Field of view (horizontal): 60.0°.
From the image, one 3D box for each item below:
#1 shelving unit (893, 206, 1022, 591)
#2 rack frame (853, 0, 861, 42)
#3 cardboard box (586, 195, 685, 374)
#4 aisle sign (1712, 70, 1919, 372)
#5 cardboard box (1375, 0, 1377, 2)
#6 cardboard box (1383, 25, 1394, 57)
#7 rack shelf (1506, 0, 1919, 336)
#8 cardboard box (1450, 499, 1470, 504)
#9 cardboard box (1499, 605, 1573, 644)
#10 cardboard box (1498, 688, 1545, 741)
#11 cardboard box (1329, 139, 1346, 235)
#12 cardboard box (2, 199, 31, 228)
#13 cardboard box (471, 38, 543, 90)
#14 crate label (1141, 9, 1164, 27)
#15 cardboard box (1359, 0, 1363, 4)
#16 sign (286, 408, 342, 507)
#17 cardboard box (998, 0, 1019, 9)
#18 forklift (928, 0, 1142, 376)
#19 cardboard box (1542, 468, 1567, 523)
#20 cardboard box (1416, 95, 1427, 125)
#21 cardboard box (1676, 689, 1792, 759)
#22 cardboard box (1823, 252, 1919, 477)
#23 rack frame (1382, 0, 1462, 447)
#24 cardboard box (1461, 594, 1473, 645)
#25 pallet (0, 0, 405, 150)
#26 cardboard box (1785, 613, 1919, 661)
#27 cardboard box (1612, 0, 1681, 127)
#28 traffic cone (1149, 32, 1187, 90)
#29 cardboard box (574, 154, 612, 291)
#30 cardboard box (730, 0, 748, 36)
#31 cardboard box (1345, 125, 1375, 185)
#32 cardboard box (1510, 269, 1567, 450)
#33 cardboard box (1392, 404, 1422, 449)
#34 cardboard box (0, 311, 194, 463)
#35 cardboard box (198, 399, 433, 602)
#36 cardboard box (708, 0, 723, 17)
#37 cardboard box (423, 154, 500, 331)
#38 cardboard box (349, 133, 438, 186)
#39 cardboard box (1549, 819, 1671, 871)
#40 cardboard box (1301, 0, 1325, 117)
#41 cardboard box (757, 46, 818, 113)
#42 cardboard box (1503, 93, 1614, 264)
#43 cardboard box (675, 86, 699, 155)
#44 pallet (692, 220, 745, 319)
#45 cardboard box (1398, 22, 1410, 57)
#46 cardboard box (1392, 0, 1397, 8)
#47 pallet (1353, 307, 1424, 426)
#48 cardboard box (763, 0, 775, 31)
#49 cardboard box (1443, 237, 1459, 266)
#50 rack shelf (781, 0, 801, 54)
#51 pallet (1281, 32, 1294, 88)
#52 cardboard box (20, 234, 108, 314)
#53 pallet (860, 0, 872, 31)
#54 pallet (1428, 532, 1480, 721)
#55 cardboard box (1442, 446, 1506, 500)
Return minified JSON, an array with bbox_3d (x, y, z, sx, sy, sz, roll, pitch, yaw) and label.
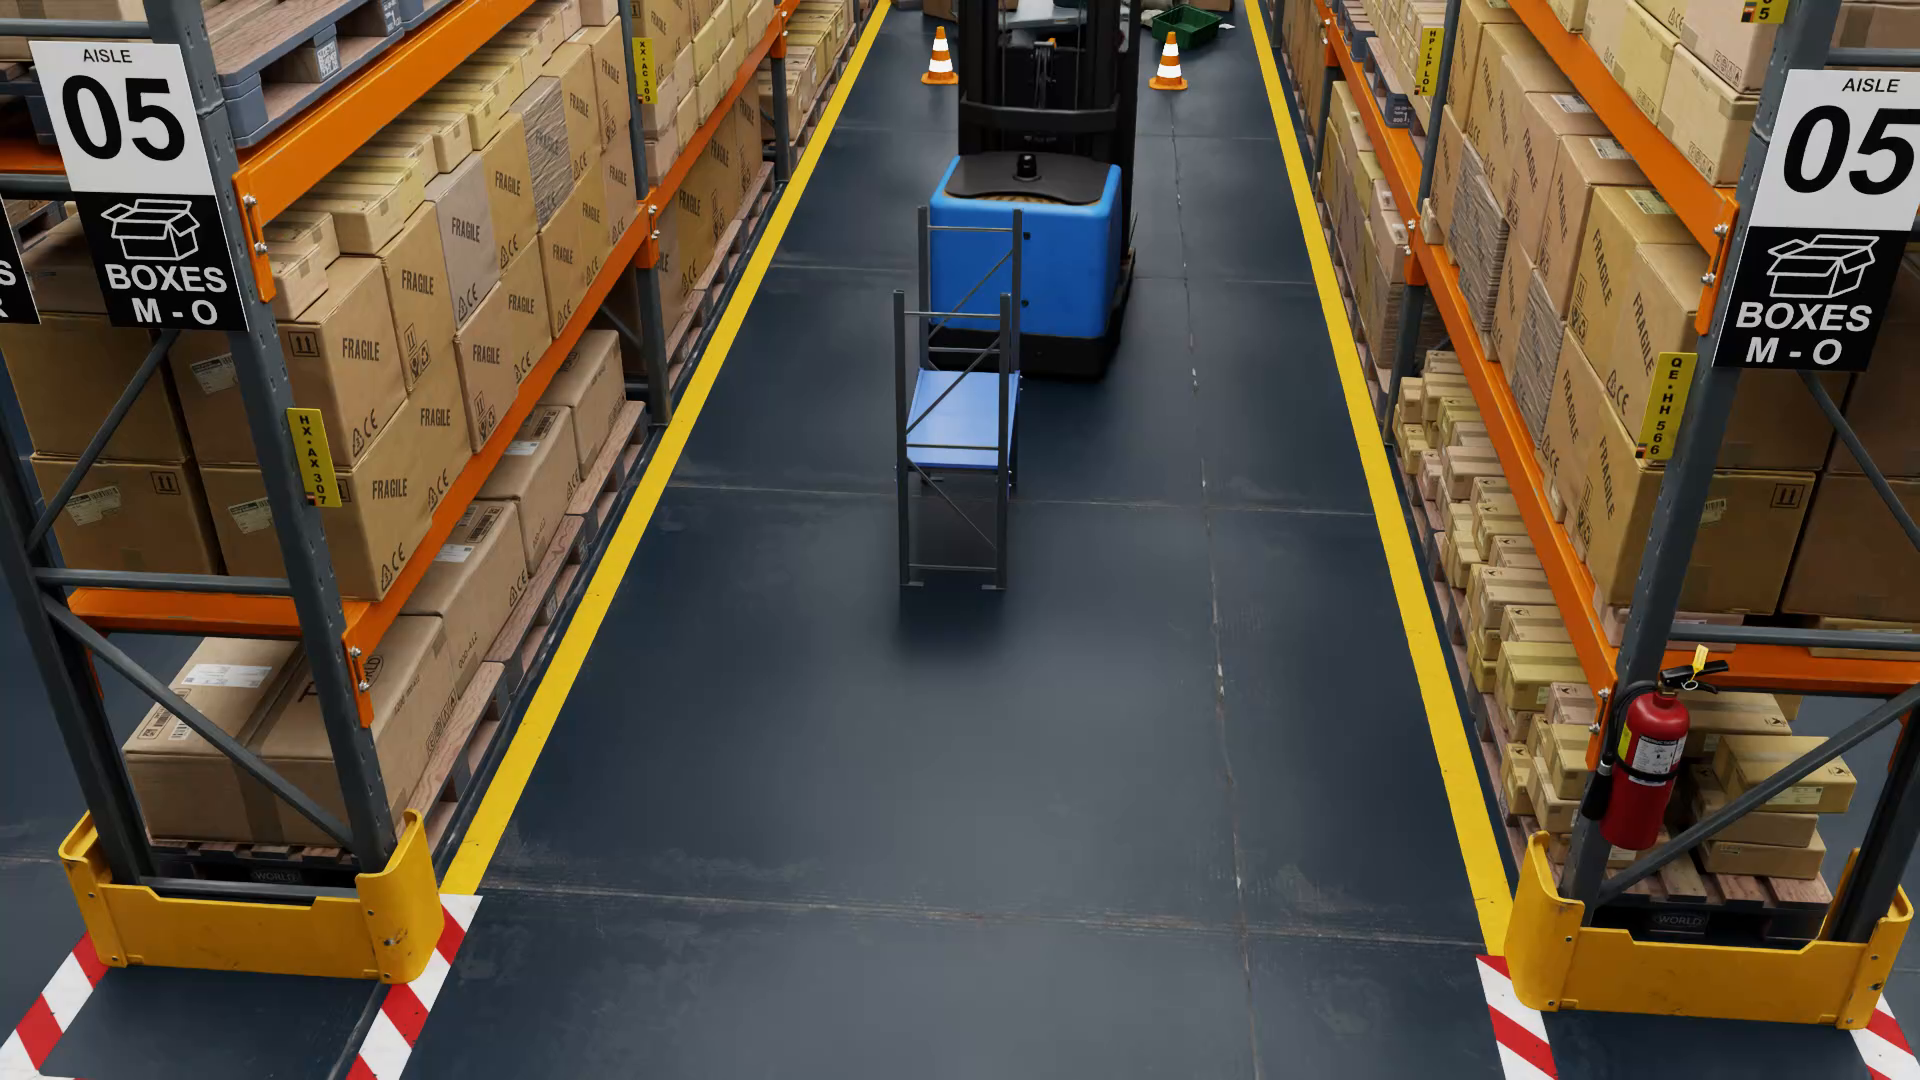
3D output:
[{"bbox_3d":[0.007,-0.683,7.929,0.538,1.500,1.048,2,32,4],"label":"shelving unit"},{"bbox_3d":[-1.470,-6.138,15.351,1.000,3.000,0.127,2,32,4],"label":"rack frame"},{"bbox_3d":[-2.150,-1.557,9.542,0.875,0.875,0.875,3,32,6],"label":"cardboard box"},{"bbox_3d":[2.190,-0.786,4.189,0.394,0.787,0.004,2,32,4],"label":"aisle sign"},{"bbox_3d":[2.869,-3.561,10.725,0.380,0.149,0.250,2,32,2],"label":"cardboard box"},{"bbox_3d":[2.803,-3.041,10.165,0.380,0.149,0.250,3,32,5],"label":"cardboard box"},{"bbox_3d":[2.658,-1.721,6.011,1.077,0.370,4.000,2,32,4],"label":"rack shelf"},{"bbox_3d":[2.487,-0.164,7.690,0.380,0.149,0.250,4,32,6],"label":"cardboard box"},{"bbox_3d":[2.342,0.387,6.514,0.380,0.149,0.250,1,32,2],"label":"cardboard box"},{"bbox_3d":[2.294,0.643,6.381,0.380,0.149,0.250,1,32,2],"label":"cardboard box"},{"bbox_3d":[2.797,-2.381,11.236,0.500,0.500,0.500,3,32,5],"label":"cardboard box"},{"bbox_3d":[-6.678,-2.334,11.160,0.500,0.500,0.500,1,32,2],"label":"cardboard box"},{"bbox_3d":[-1.976,-1.996,6.963,0.380,0.149,0.250,2,32,4],"label":"cardboard box"},{"bbox_3d":[1.930,-5.179,16.524,0.298,0.136,0.250,-20,37,-29],"label":"crate label"},{"bbox_3d":[2.909,-3.735,11.290,0.380,0.149,0.250,2,32,3],"label":"cardboard box"},{"bbox_3d":[-1.894,-0.239,4.878,0.100,0.325,0.005,2,32,4],"label":"sign"},{"bbox_3d":[0.307,-5.336,15.711,0.500,0.500,0.500,2,32,4],"label":"cardboard box"},{"bbox_3d":[0.575,-2.960,10.260,1.130,2.935,3.031,5,32,8],"label":"forklift"},{"bbox_3d":[2.301,-0.175,5.915,0.380,0.149,0.250,3,32,5],"label":"cardboard box"},{"bbox_3d":[2.699,-2.351,9.044,0.380,0.149,0.250,2,32,4],"label":"cardboard box"},{"bbox_3d":[2.779,0.668,6.057,0.380,0.149,0.250,3,32,5],"label":"cardboard box"},{"bbox_3d":[2.796,-0.523,4.908,0.500,0.500,0.500,2,32,4],"label":"cardboard box"},{"bbox_3d":[2.821,-1.797,8.306,1.000,3.000,0.127,2,32,4],"label":"rack frame"},{"bbox_3d":[2.365,0.365,7.116,0.380,0.149,0.250,3,32,5],"label":"cardboard box"},{"bbox_3d":[-2.397,-1.491,5.036,1.003,0.211,1.213,2,32,4],"label":"pallet"},{"bbox_3d":[2.848,0.247,5.230,0.380,0.149,0.250,2,32,4],"label":"cardboard box"},{"bbox_3d":[2.303,-1.434,5.002,0.500,0.250,0.500,3,32,4],"label":"cardboard box"},{"bbox_3d":[1.858,-4.263,14.726,0.336,0.463,0.334,2,32,4],"label":"traffic cone"},{"bbox_3d":[-1.940,-1.475,7.689,0.500,0.500,0.500,2,32,3],"label":"cardboard box"},{"bbox_3d":[-1.641,-3.395,10.566,0.500,0.250,0.500,2,32,3],"label":"cardboard box"},{"bbox_3d":[2.755,-2.448,10.631,0.500,0.250,0.500,3,32,4],"label":"cardboard box"},{"bbox_3d":[2.354,-0.655,6.075,0.500,0.500,0.500,3,32,4],"label":"cardboard box"},{"bbox_3d":[2.471,-0.585,8.657,0.380,0.149,0.250,1,32,2],"label":"cardboard box"},{"bbox_3d":[-2.645,-0.594,5.307,0.500,0.500,0.500,3,32,6],"label":"cardboard box"},{"bbox_3d":[-2.121,-0.145,5.531,0.500,0.500,0.500,2,32,4],"label":"cardboard box"},{"bbox_3d":[-1.706,-3.441,9.926,0.500,0.500,0.500,2,32,3],"label":"cardboard box"},{"bbox_3d":[-2.054,-1.111,6.145,0.500,0.500,0.500,2,32,4],"label":"cardboard box"},{"bbox_3d":[-2.084,-1.331,5.884,0.380,0.149,0.250,3,32,4],"label":"cardboard box"},{"bbox_3d":[2.330,1.046,6.011,0.380,0.149,0.250,3,32,5],"label":"cardboard box"},{"bbox_3d":[3.354,-3.881,13.433,1.050,0.750,0.750,3,32,5],"label":"cardboard box"},{"bbox_3d":[-1.687,-3.788,13.642,0.950,0.372,0.625,2,32,3],"label":"cardboard box"},{"bbox_3d":[2.399,-1.364,6.272,0.500,0.500,0.500,1,32,2],"label":"cardboard box"},{"bbox_3d":[-1.781,-2.381,9.397,0.500,0.250,0.500,2,32,3],"label":"cardboard box"},{"bbox_3d":[-2.037,-1.814,10.993,1.003,0.211,1.213,2,32,4],"label":"pallet"},{"bbox_3d":[2.760,-2.901,9.654,0.380,0.149,0.250,3,32,4],"label":"cardboard box"},{"bbox_3d":[2.810,-3.293,10.006,0.380,0.149,0.250,3,32,5],"label":"cardboard box"},{"bbox_3d":[2.883,-1.017,9.698,1.003,0.211,1.213,2,32,4],"label":"pallet"},{"bbox_3d":[-1.578,-3.707,11.550,0.500,0.250,0.500,1,32,2],"label":"cardboard box"},{"bbox_3d":[2.525,-1.417,7.930,0.380,0.149,0.250,3,32,5],"label":"cardboard box"},{"bbox_3d":[-1.632,-4.786,13.843,1.077,0.370,4.000,2,32,4],"label":"rack shelf"},{"bbox_3d":[3.484,-4.386,15.166,1.003,0.211,1.213,2,32,4],"label":"pallet"},{"bbox_3d":[-2.617,-0.804,5.029,0.380,0.149,0.250,3,32,5],"label":"cardboard box"},{"bbox_3d":[-1.450,-5.304,16.655,1.003,0.211,1.213,2,32,4],"label":"pallet"},{"bbox_3d":[2.705,0.383,7.427,1.003,0.211,1.213,2,32,4],"label":"pallet"},{"bbox_3d":[2.433,-0.301,7.629,0.380,0.149,0.250,3,32,5],"label":"cardboard box"}]
